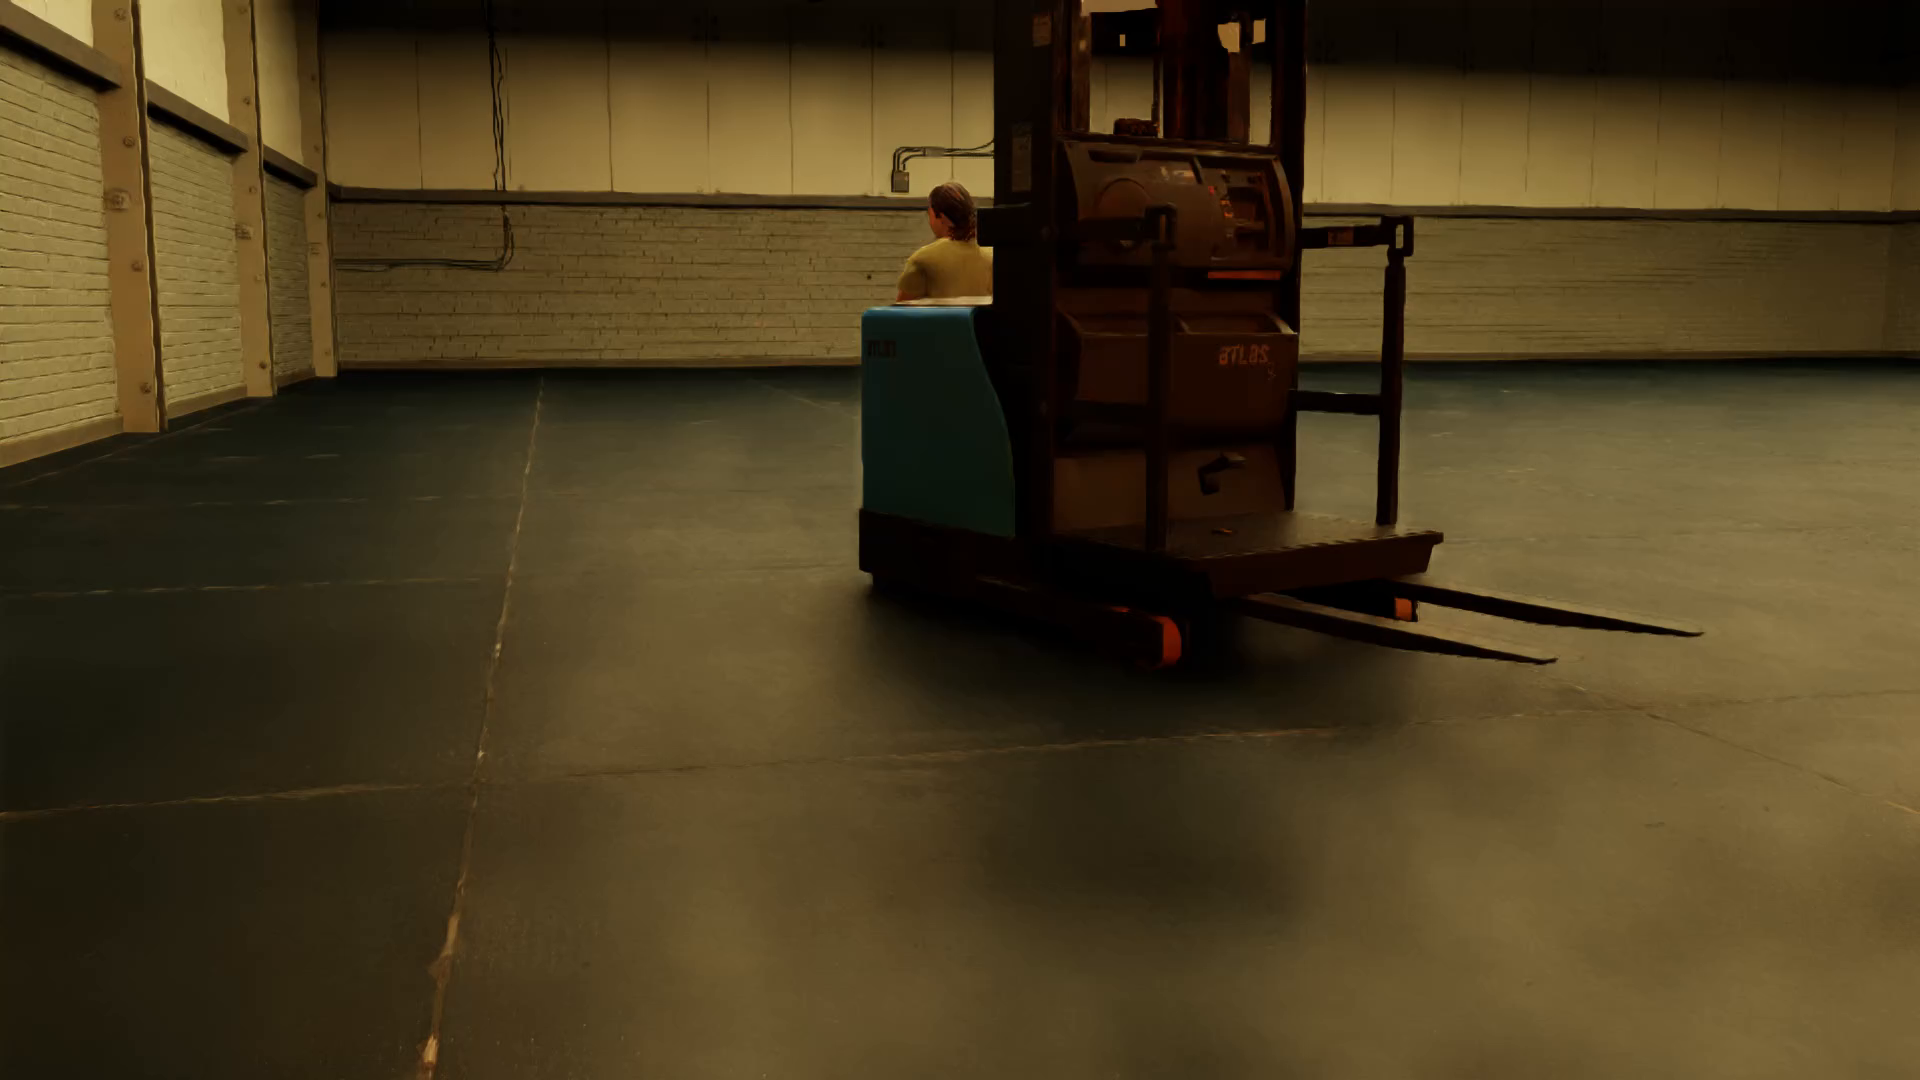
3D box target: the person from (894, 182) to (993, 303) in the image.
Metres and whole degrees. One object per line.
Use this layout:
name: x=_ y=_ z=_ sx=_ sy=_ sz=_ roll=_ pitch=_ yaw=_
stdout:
person: x=-0.040 y=-0.841 z=7.831 sx=0.586 sy=1.638 sz=0.713 roll=-3 pitch=8 yaw=-18

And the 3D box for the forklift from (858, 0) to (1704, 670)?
forklift: x=0.845 y=-1.139 z=5.271 sx=1.130 sy=2.935 sz=3.031 roll=-5 pitch=10 yaw=-33
